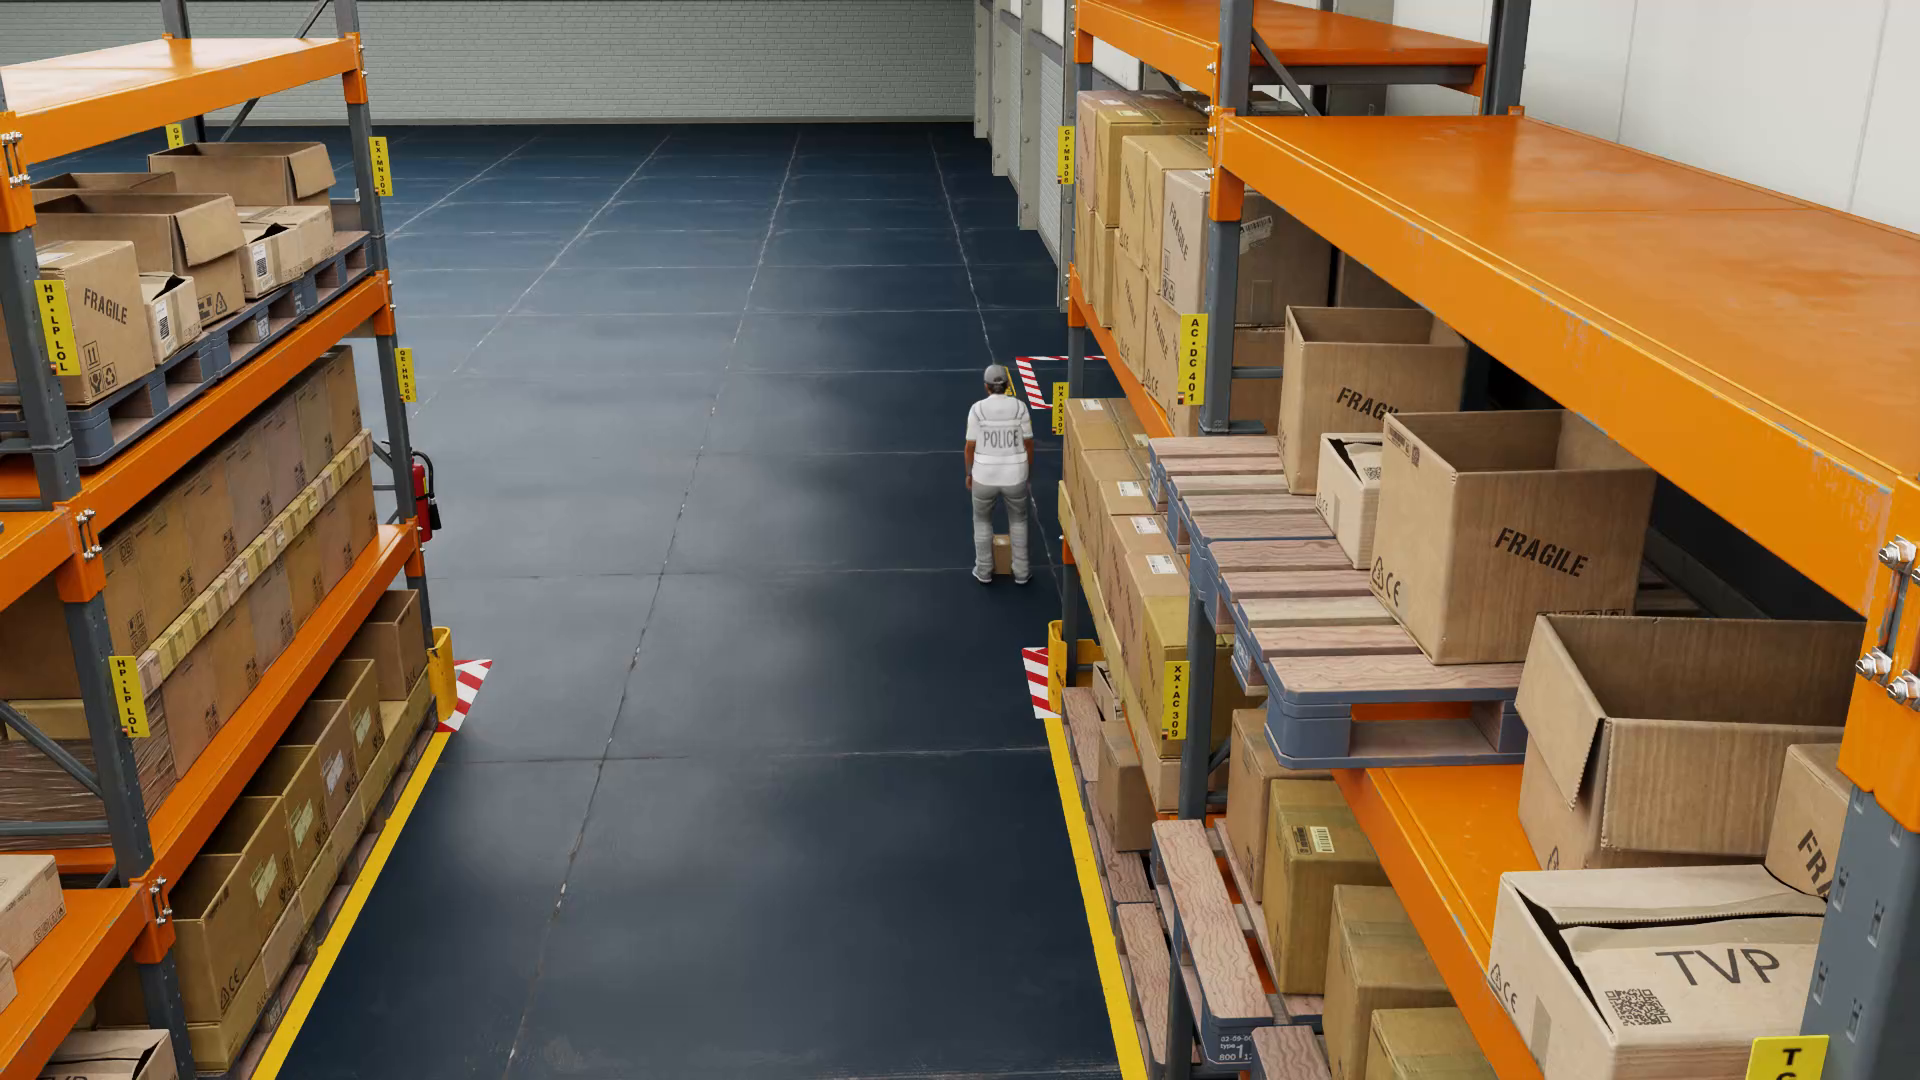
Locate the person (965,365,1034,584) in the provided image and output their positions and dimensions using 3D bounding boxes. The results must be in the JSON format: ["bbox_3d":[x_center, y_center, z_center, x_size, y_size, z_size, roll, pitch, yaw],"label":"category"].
[{"bbox_3d":[0.296,-0.473,12.332,0.538,1.666,0.461,-2,21,-5],"label":"person"}]
